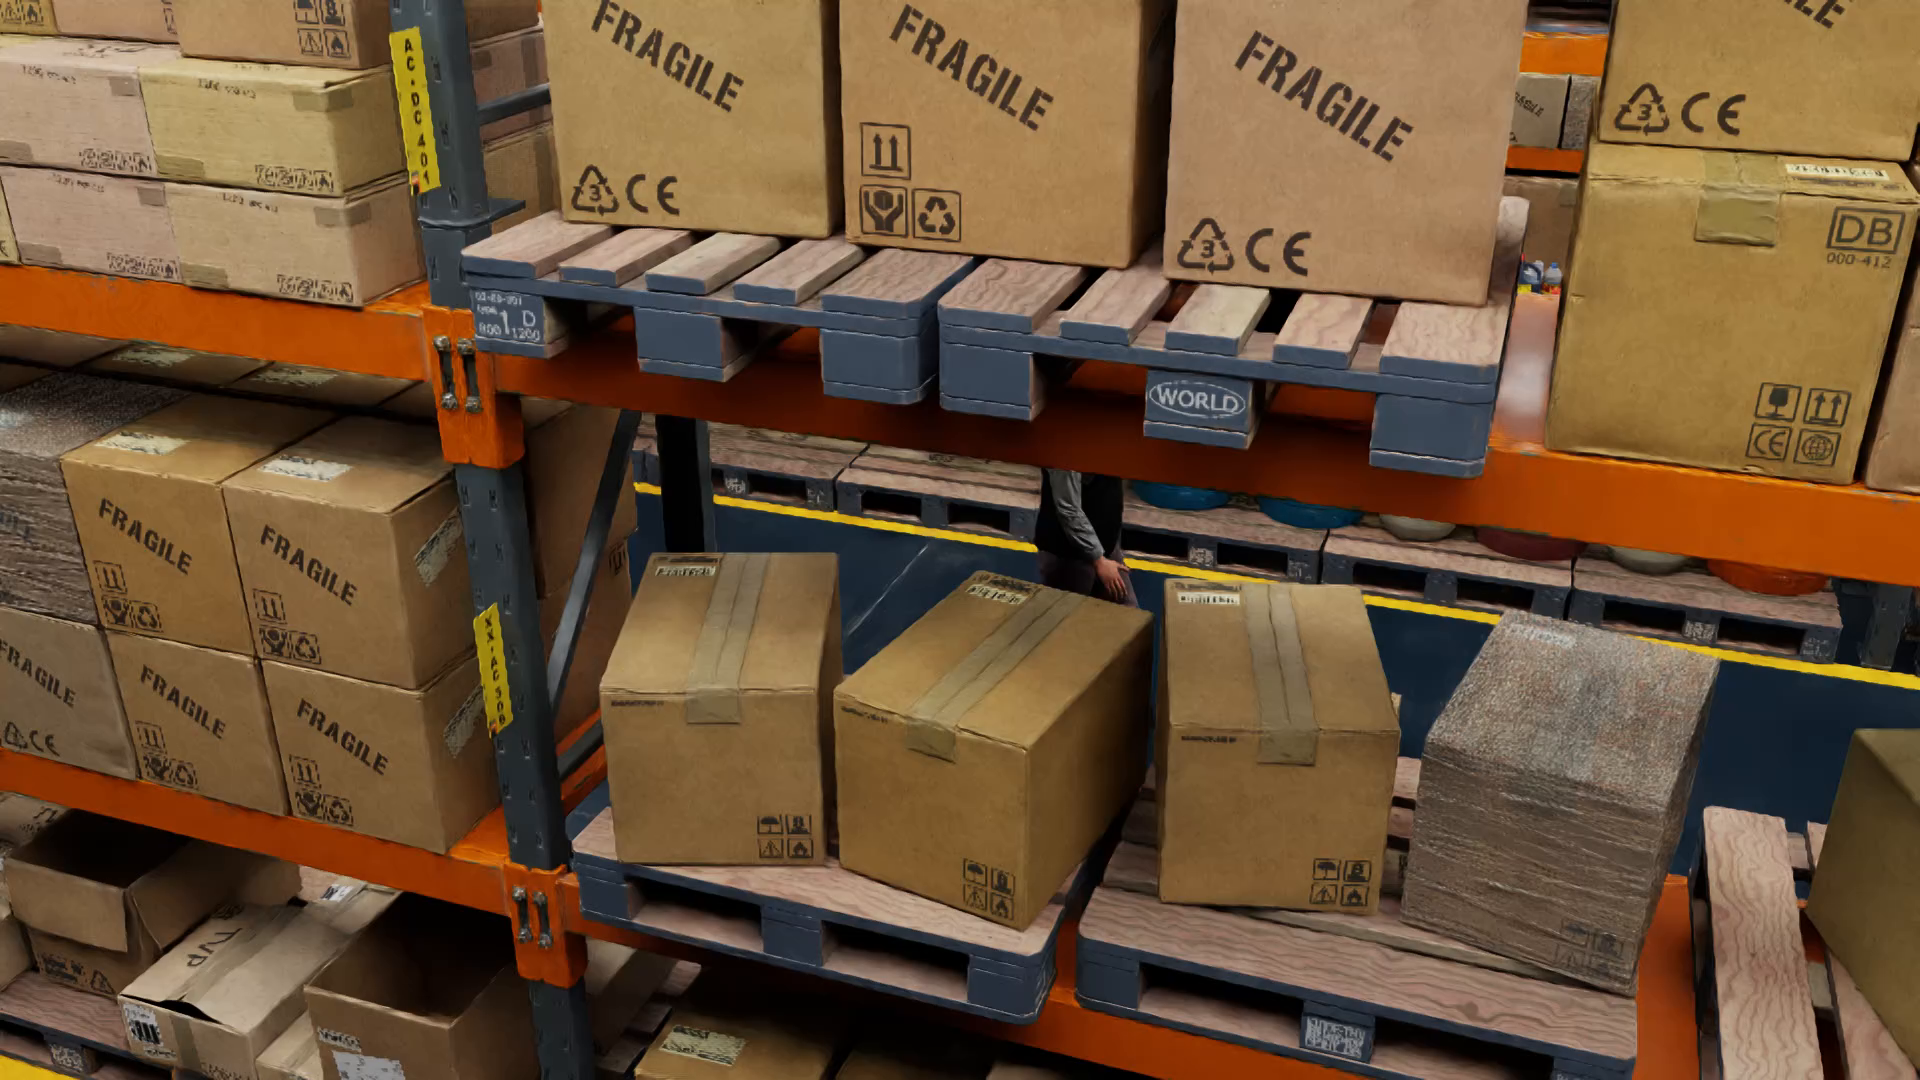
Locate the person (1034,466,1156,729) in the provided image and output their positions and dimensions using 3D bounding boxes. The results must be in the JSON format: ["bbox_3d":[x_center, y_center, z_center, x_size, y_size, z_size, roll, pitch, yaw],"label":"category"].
[{"bbox_3d":[0.575,0.048,7.076,0.739,1.745,0.642,6,26,12],"label":"person"}]
